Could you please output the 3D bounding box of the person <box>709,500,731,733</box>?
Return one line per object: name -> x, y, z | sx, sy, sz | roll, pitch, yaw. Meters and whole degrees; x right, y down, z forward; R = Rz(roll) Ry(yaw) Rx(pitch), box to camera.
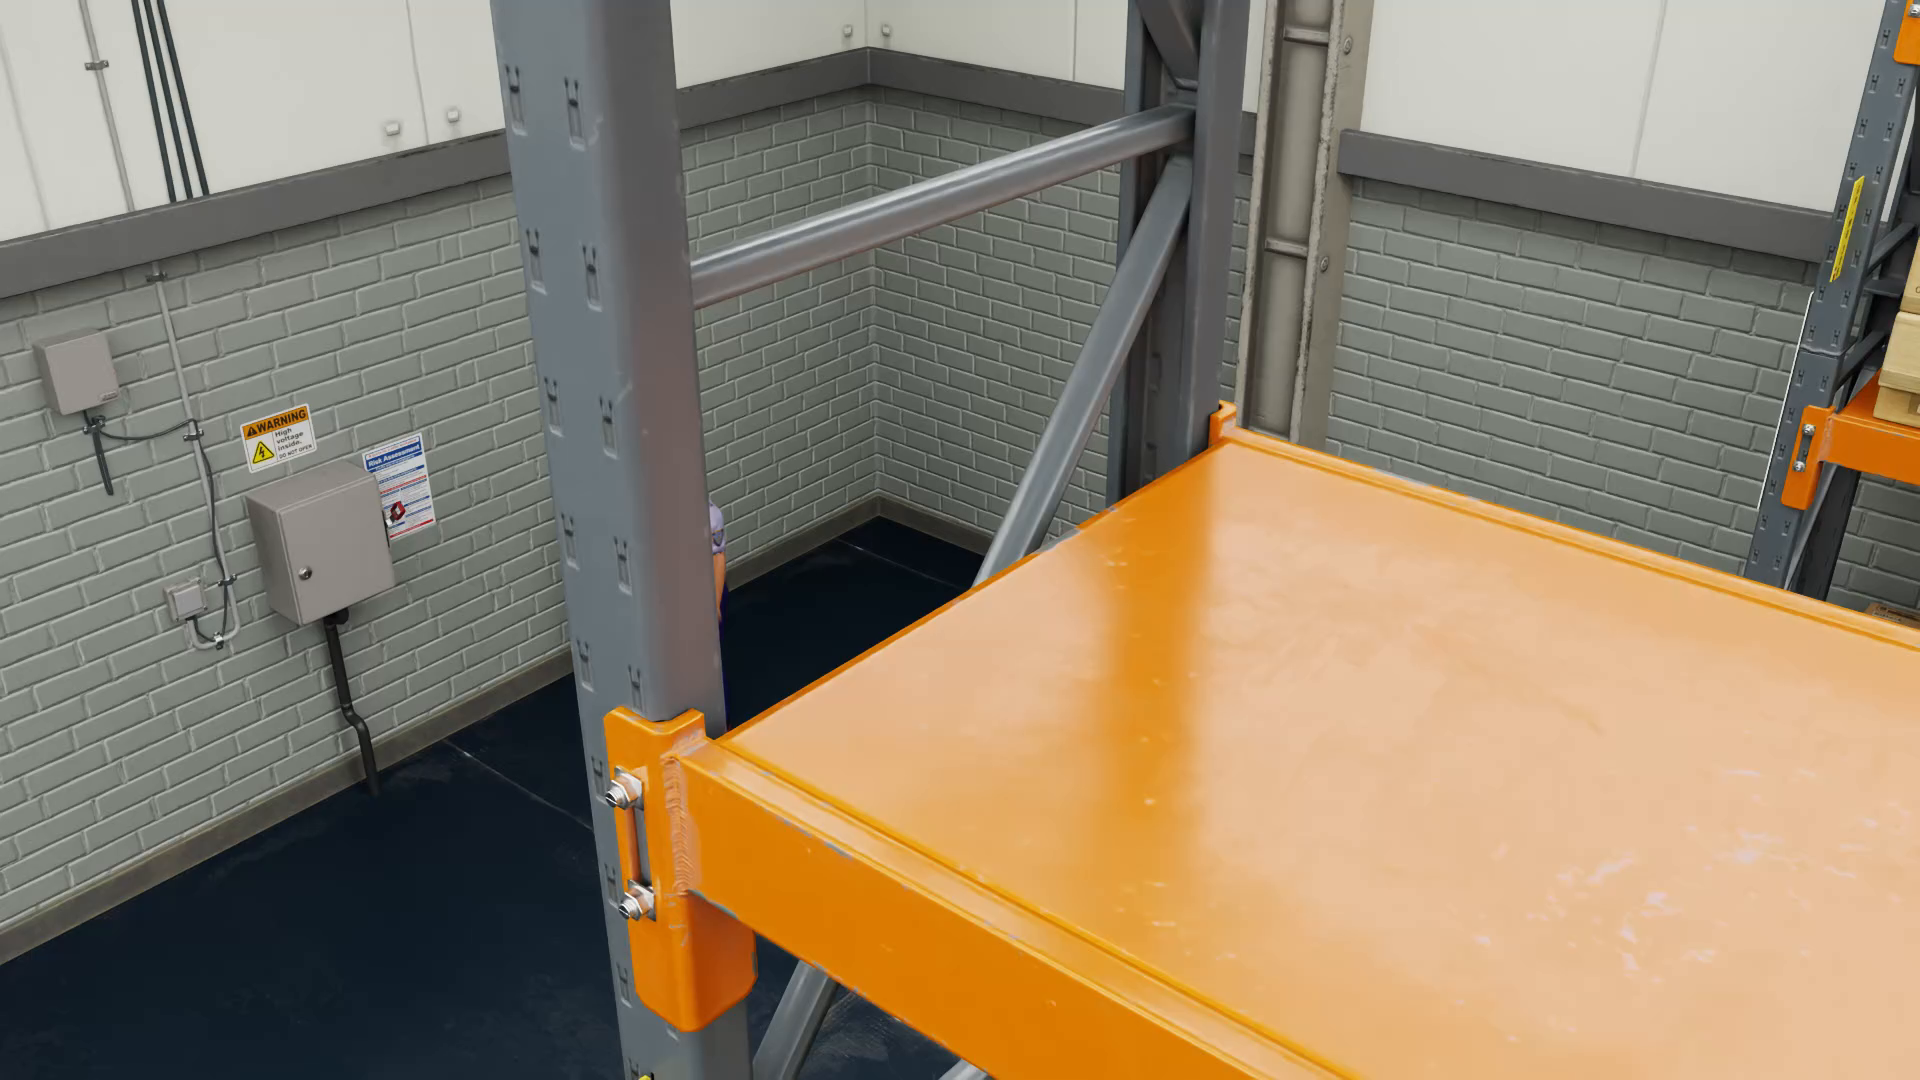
person -> -1.406, 0.290, 8.486 | 0.487, 1.651, 0.361 | 18, 33, 31
